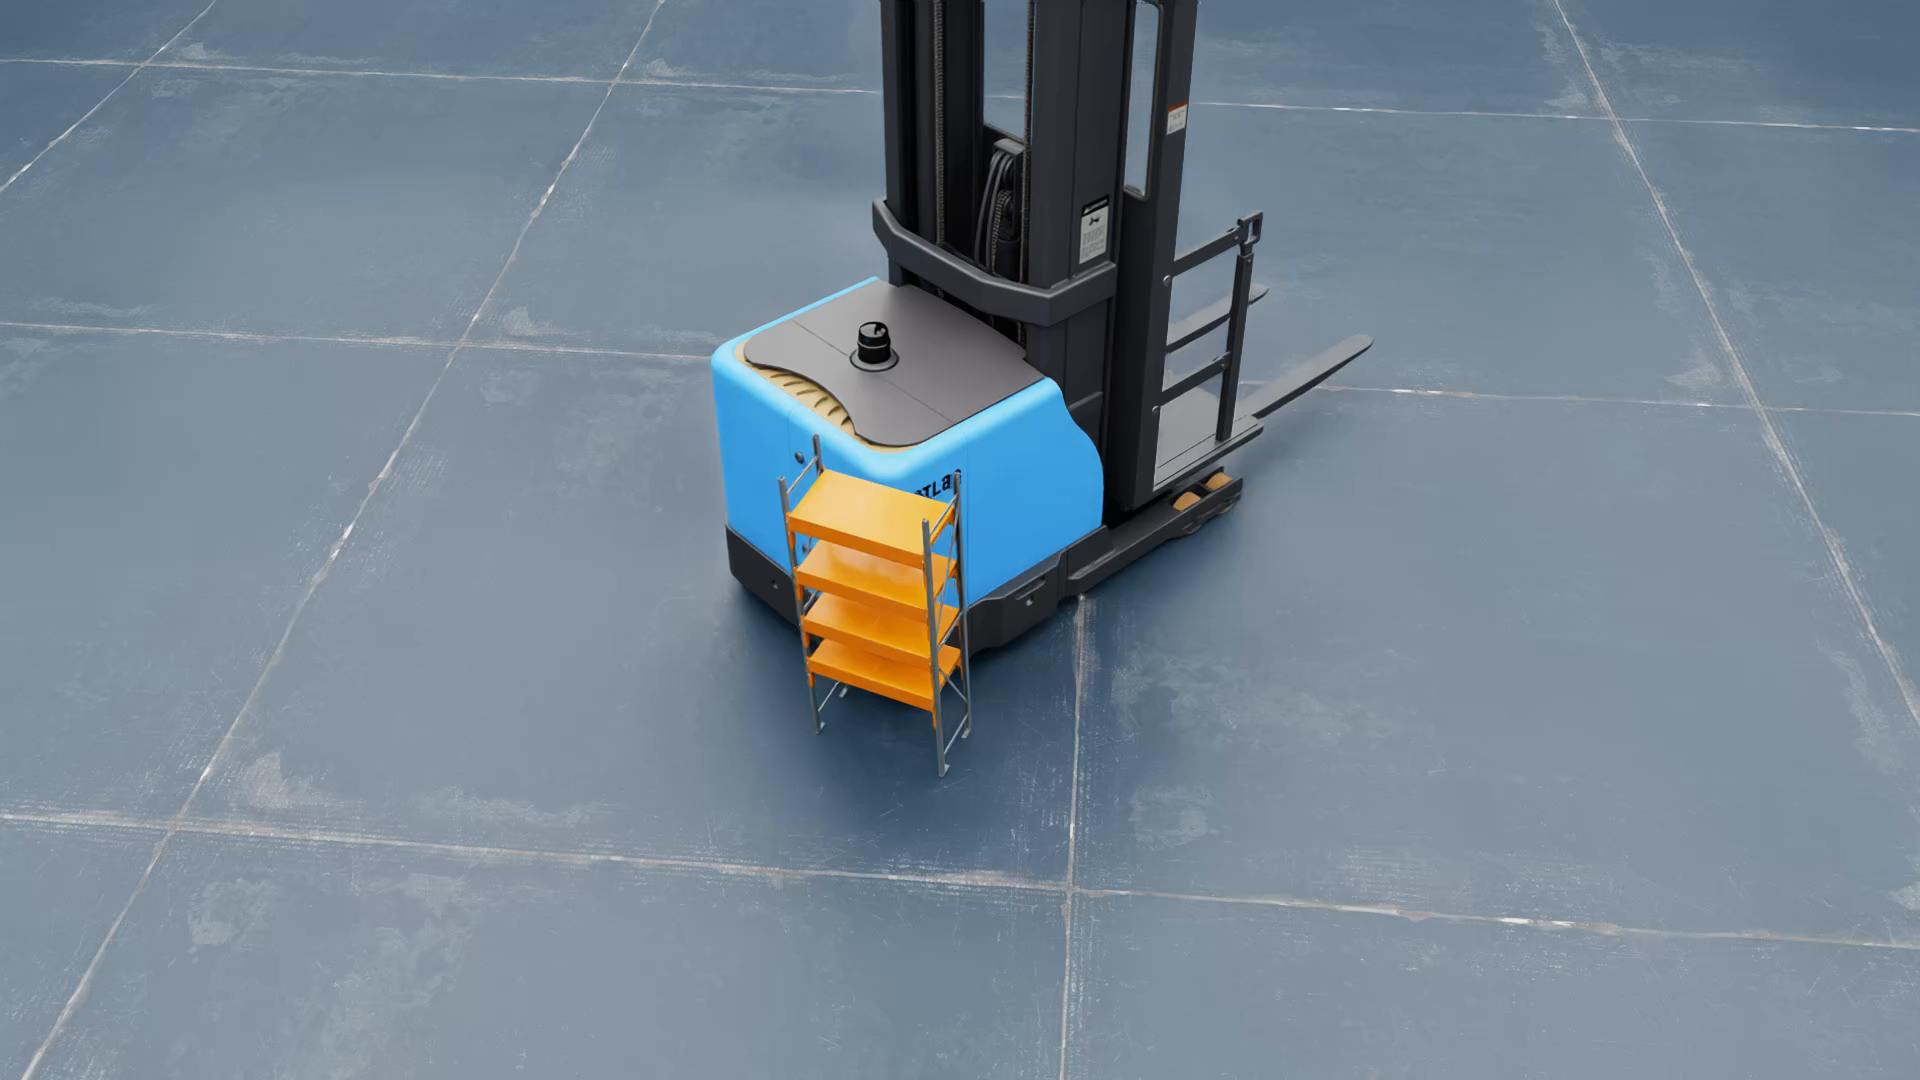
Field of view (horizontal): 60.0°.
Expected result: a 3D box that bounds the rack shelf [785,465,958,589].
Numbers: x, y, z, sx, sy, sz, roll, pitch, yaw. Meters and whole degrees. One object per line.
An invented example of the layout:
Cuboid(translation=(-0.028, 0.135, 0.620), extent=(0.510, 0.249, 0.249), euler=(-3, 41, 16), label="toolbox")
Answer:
Cuboid(translation=(-0.272, -0.045, 5.219), extent=(0.480, 0.148, 0.258), euler=(16, 46, 19), label="rack shelf")

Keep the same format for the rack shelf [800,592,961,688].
Cuboid(translation=(-0.256, 0.290, 5.534), extent=(0.480, 0.148, 0.258), euler=(16, 46, 19), label="rack shelf")

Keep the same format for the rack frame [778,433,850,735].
Cuboid(translation=(-0.480, 0.177, 5.568), extent=(0.015, 1.200, 0.240), euler=(16, 46, 19), label="rack frame")

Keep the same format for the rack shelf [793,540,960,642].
Cuboid(translation=(-0.264, 0.127, 5.381), extent=(0.480, 0.148, 0.258), euler=(16, 46, 19), label="rack shelf")

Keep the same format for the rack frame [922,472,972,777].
Cuboid(translation=(-0.037, 0.306, 5.408), extent=(0.015, 1.200, 0.240), euler=(16, 46, 19), label="rack frame")

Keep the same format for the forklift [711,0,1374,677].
Cuboid(translation=(0.529, -1.383, 6.127), extent=(3.031, 2.935, 1.130), euler=(-30, 48, -31), label="forklift")

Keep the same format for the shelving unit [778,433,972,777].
Cuboid(translation=(-0.258, 0.241, 5.488), extent=(0.503, 1.200, 0.258), euler=(16, 46, 19), label="shelving unit")

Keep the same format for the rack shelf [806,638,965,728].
Cuboid(translation=(-0.249, 0.435, 5.670), extent=(0.480, 0.148, 0.258), euler=(16, 46, 19), label="rack shelf")
